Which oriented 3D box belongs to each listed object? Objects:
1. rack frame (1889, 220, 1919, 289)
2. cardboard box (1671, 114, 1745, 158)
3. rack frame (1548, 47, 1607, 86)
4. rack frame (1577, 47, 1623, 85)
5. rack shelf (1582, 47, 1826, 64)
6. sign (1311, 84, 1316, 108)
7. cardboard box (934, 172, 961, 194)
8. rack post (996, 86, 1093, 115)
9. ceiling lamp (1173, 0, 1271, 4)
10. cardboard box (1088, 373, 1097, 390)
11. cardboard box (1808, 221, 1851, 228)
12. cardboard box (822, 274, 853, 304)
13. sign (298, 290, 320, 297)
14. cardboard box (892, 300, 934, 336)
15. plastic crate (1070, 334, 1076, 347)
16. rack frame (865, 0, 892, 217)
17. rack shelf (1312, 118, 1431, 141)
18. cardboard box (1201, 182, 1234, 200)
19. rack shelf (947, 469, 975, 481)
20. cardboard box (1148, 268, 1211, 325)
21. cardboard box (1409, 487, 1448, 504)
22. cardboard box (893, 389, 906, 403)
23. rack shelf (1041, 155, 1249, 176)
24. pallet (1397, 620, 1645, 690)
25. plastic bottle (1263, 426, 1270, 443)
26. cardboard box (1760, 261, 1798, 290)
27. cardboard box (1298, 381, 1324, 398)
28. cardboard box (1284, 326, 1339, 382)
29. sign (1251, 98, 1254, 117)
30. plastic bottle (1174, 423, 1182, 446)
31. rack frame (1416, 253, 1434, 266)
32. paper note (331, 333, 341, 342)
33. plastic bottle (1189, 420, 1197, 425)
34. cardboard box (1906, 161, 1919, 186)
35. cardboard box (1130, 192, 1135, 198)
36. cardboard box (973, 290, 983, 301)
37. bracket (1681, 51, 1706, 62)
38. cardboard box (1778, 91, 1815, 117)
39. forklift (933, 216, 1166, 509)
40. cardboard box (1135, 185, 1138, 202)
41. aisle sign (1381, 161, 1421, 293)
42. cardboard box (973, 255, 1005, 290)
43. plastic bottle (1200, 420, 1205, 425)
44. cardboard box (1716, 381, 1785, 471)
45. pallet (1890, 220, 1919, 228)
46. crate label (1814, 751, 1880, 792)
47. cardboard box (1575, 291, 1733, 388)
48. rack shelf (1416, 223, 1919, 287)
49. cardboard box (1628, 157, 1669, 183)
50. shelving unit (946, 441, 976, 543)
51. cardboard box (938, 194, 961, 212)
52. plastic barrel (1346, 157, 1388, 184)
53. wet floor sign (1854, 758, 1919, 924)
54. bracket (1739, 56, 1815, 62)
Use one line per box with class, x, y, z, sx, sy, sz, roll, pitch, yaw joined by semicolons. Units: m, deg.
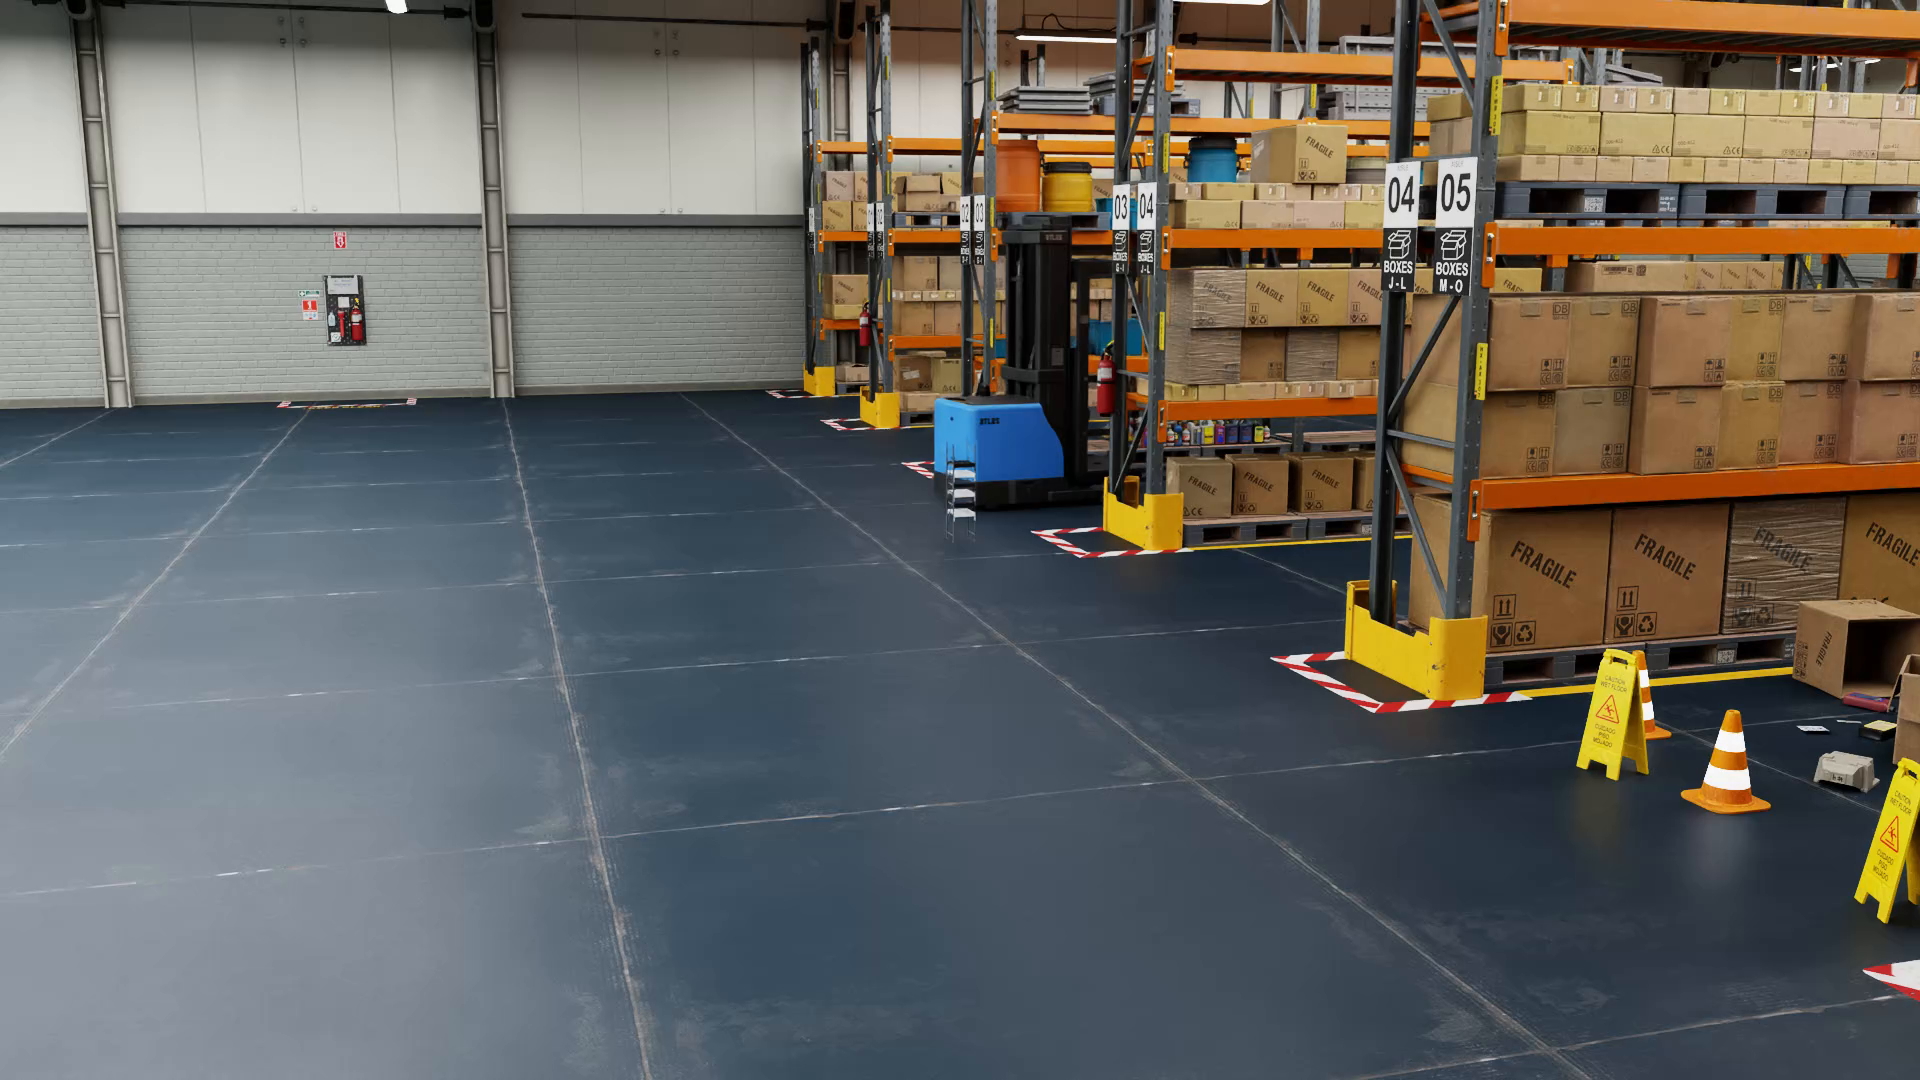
rack frame;6.728;-0.817;11.405;0.127;3.000;1.000;-3;11;-16
cardboard box;4.394;-2.450;10.144;0.500;0.250;0.500;-3;11;-16
rack frame;7.895;-5.699;21.350;0.127;3.000;1.000;-3;11;-16
rack frame;10.355;-6.762;27.127;0.127;3.000;1.000;-3;11;-16
rack shelf;12.275;-8.144;27.441;4.000;0.370;1.077;-3;11;-16
sign;4.198;-5.297;19.746;0.005;0.325;0.100;-3;11;-16
cardboard box;-0.142;-6.164;29.067;0.500;0.500;0.500;-3;11;-18
rack post;0.975;-5.064;19.283;0.954;0.300;0.937;-2;11;-10
ceiling lamp;3.296;-8.751;21.810;2.000;3.185;0.800;-3;11;-16
cardboard box;1.806;-2.545;25.154;0.500;0.500;0.500;-3;11;-16
cardboard box;8.419;-3.194;16.446;0.500;0.250;0.500;-3;11;-16
cardboard box;-2.162;-4.431;29.323;0.500;0.500;0.500;-3;11;-17
sign;-10.822;-4.096;27.652;0.331;0.109;0.001;-3;11;-16
cardboard box;-0.715;-3.275;24.479;0.500;0.500;0.700;-3;11;-16
plastic crate;1.236;-2.379;20.300;0.408;0.251;0.499;-3;11;-16
rack frame;-1.167;-6.155;23.829;0.127;3.000;1.000;-3;11;-16
rack shelf;5.975;-5.047;20.901;4.000;0.370;1.077;-3;11;-16
cardboard box;2.203;-3.050;14.560;0.250;0.149;0.380;-3;11;-15
rack shelf;0.008;-0.587;15.144;0.200;0.077;0.258;-3;11;-16
cardboard box;2.057;-2.240;15.275;0.500;0.500;0.500;-3;11;-16
cardboard box;4.496;-0.618;16.068;0.500;0.500;0.500;0;10;2
cardboard box;-0.735;-2.137;25.009;0.500;0.250;0.500;-3;11;-16
rack shelf;3.206;-6.769;30.256;4.000;0.370;1.077;-3;11;-16
pallet;3.633;0.702;10.851;1.213;0.211;1.003;-3;11;-16
plastic bottle;3.793;-1.313;20.613;0.097;0.201;0.097;0;10;0
cardboard box;13.845;-4.485;28.289;0.500;0.500;0.500;-3;11;-16
cardboard box;3.137;-1.396;15.242;0.250;0.149;0.380;-3;11;-16
cardboard box;3.073;-1.765;15.453;0.500;0.500;0.875;-3;11;-16
sign;5.287;-7.825;30.103;0.005;0.325;0.100;-3;11;-16
plastic bottle;2.661;-1.288;20.282;0.097;0.271;0.097;0;10;0
rack frame;8.967;-4.673;32.347;0.127;3.000;1.000;-3;11;-16
paper note;-10.458;-3.399;27.861;0.142;0.148;0.016;-3;11;-16
plastic bottle;2.982;-1.481;21.111;0.185;0.351;0.144;-4;11;-18
cardboard box;5.978;-2.325;10.565;0.250;0.149;0.380;-3;11;-15
cardboard box;3.017;-6.075;30.243;0.500;0.500;0.500;-3;11;-18
cardboard box;0.261;-3.608;24.494;0.250;0.149;0.380;-3;11;-18
bracket;14.858;-9.800;33.687;0.430;0.232;0.235;-3;11;-16
cardboard box;5.008;-2.666;10.217;0.250;0.149;0.380;-3;11;-15
forklift;1.286;-1.901;17.480;3.031;2.935;1.130;-4;11;-22
cardboard box;1.778;-3.148;15.094;0.250;0.149;0.380;-3;11;-16
aisle sign;2.736;-1.942;10.334;0.004;0.787;0.394;-3;11;-16
cardboard box;0.323;-3.969;24.665;0.500;0.500;0.700;-3;11;-16
plastic bottle;3.058;-1.423;21.016;0.097;0.271;0.097;0;10;0
cardboard box;4.823;-0.787;10.828;0.500;0.550;0.875;-3;11;-16
pallet;9.883;-3.311;17.188;1.003;0.211;1.213;-2;11;-13
crate label;4.521;1.176;8.484;0.250;0.136;0.298;10;14;43
cardboard box;4.333;-1.280;10.523;0.550;0.550;0.875;-3;11;-16
rack shelf;4.808;-1.838;10.649;4.000;0.370;1.077;-3;11;-16
cardboard box;4.035;-2.222;10.010;0.250;0.149;0.380;-3;11;-16
shelving unit;0.008;-0.443;15.171;0.210;0.900;0.258;-3;11;-16
cardboard box;-0.135;-4.985;24.629;0.500;0.250;0.500;-3;11;-16
plastic barrel;5.110;-4.364;21.001;0.600;0.901;0.600;0;10;0
wet floor sign;3.887;1.222;6.830;0.232;0.644;0.267;1;10;4
bracket;17.364;-9.932;34.405;3.189;0.066;0.076;-3;11;-16
